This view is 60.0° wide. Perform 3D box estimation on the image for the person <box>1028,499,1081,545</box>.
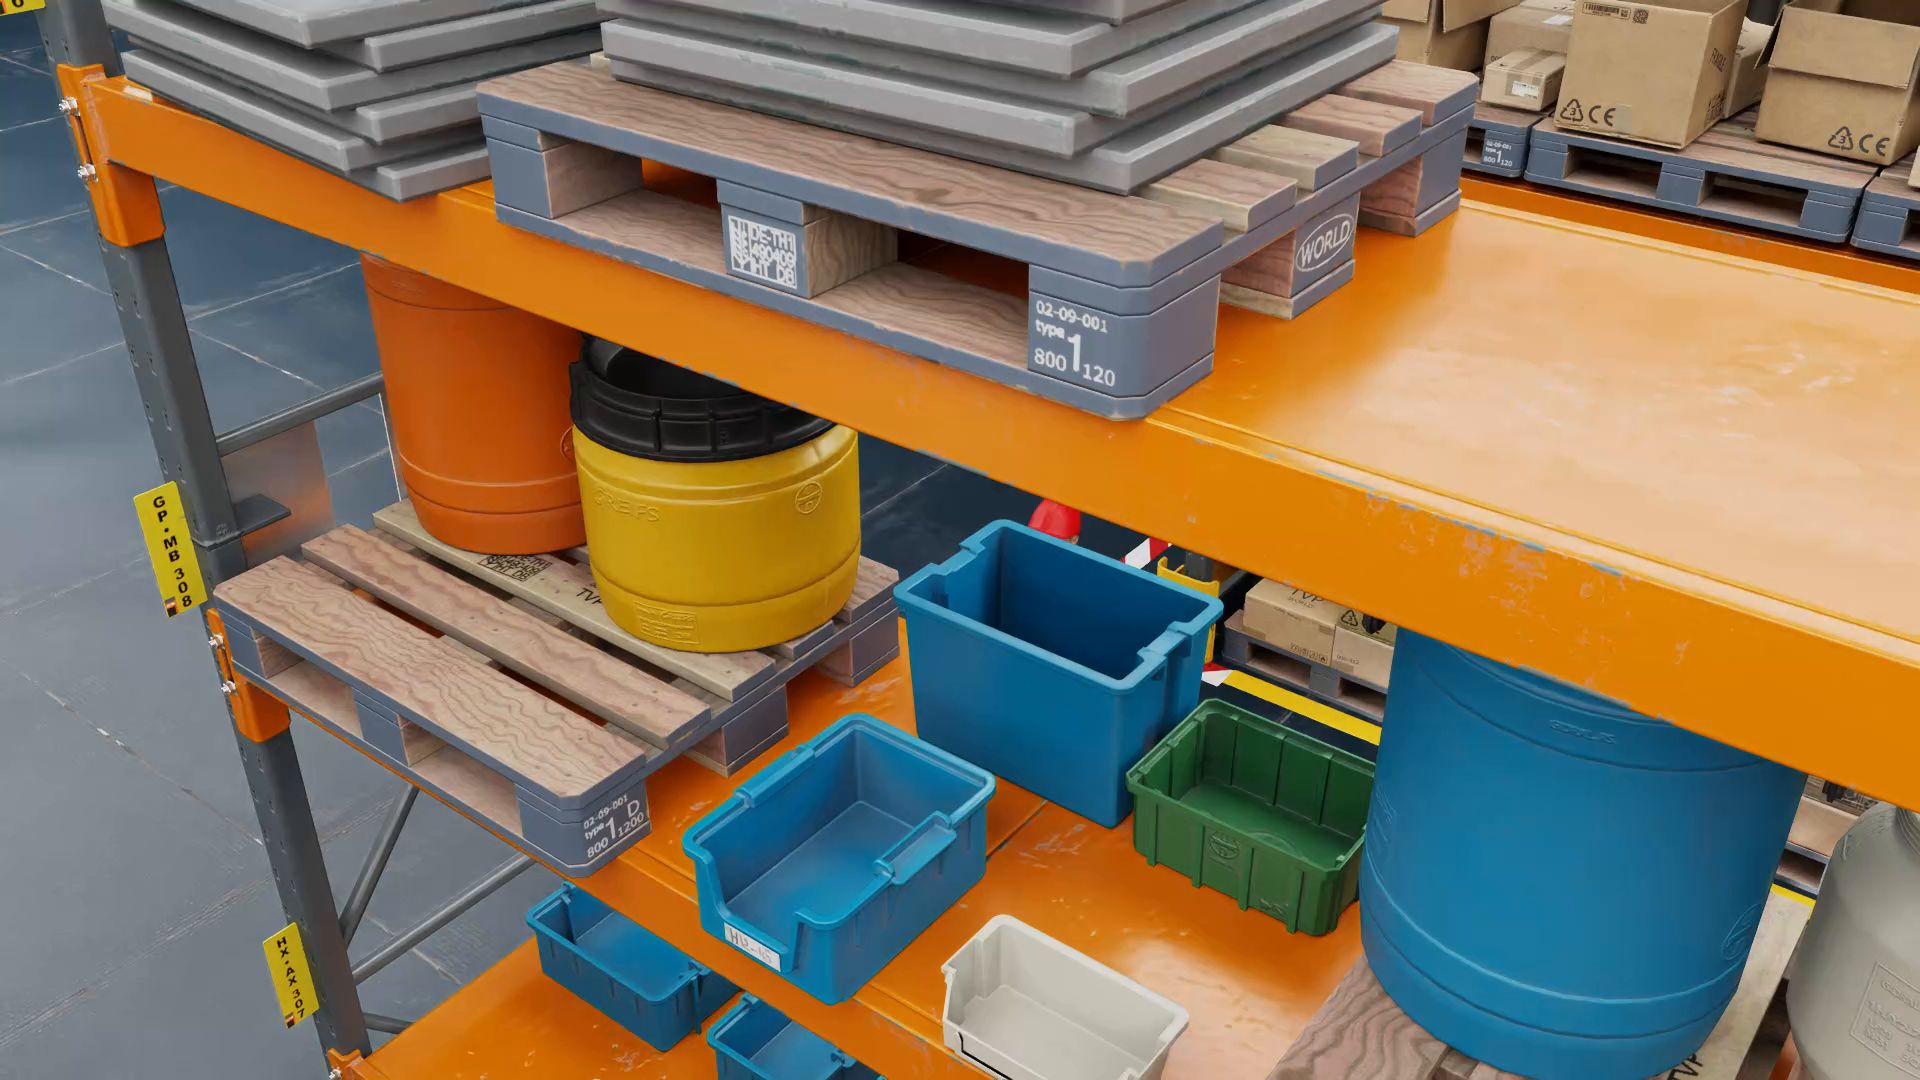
[{"bbox_3d":[0.372,0.606,7.042,0.525,1.785,0.337,22,37,32],"label":"person"}]
